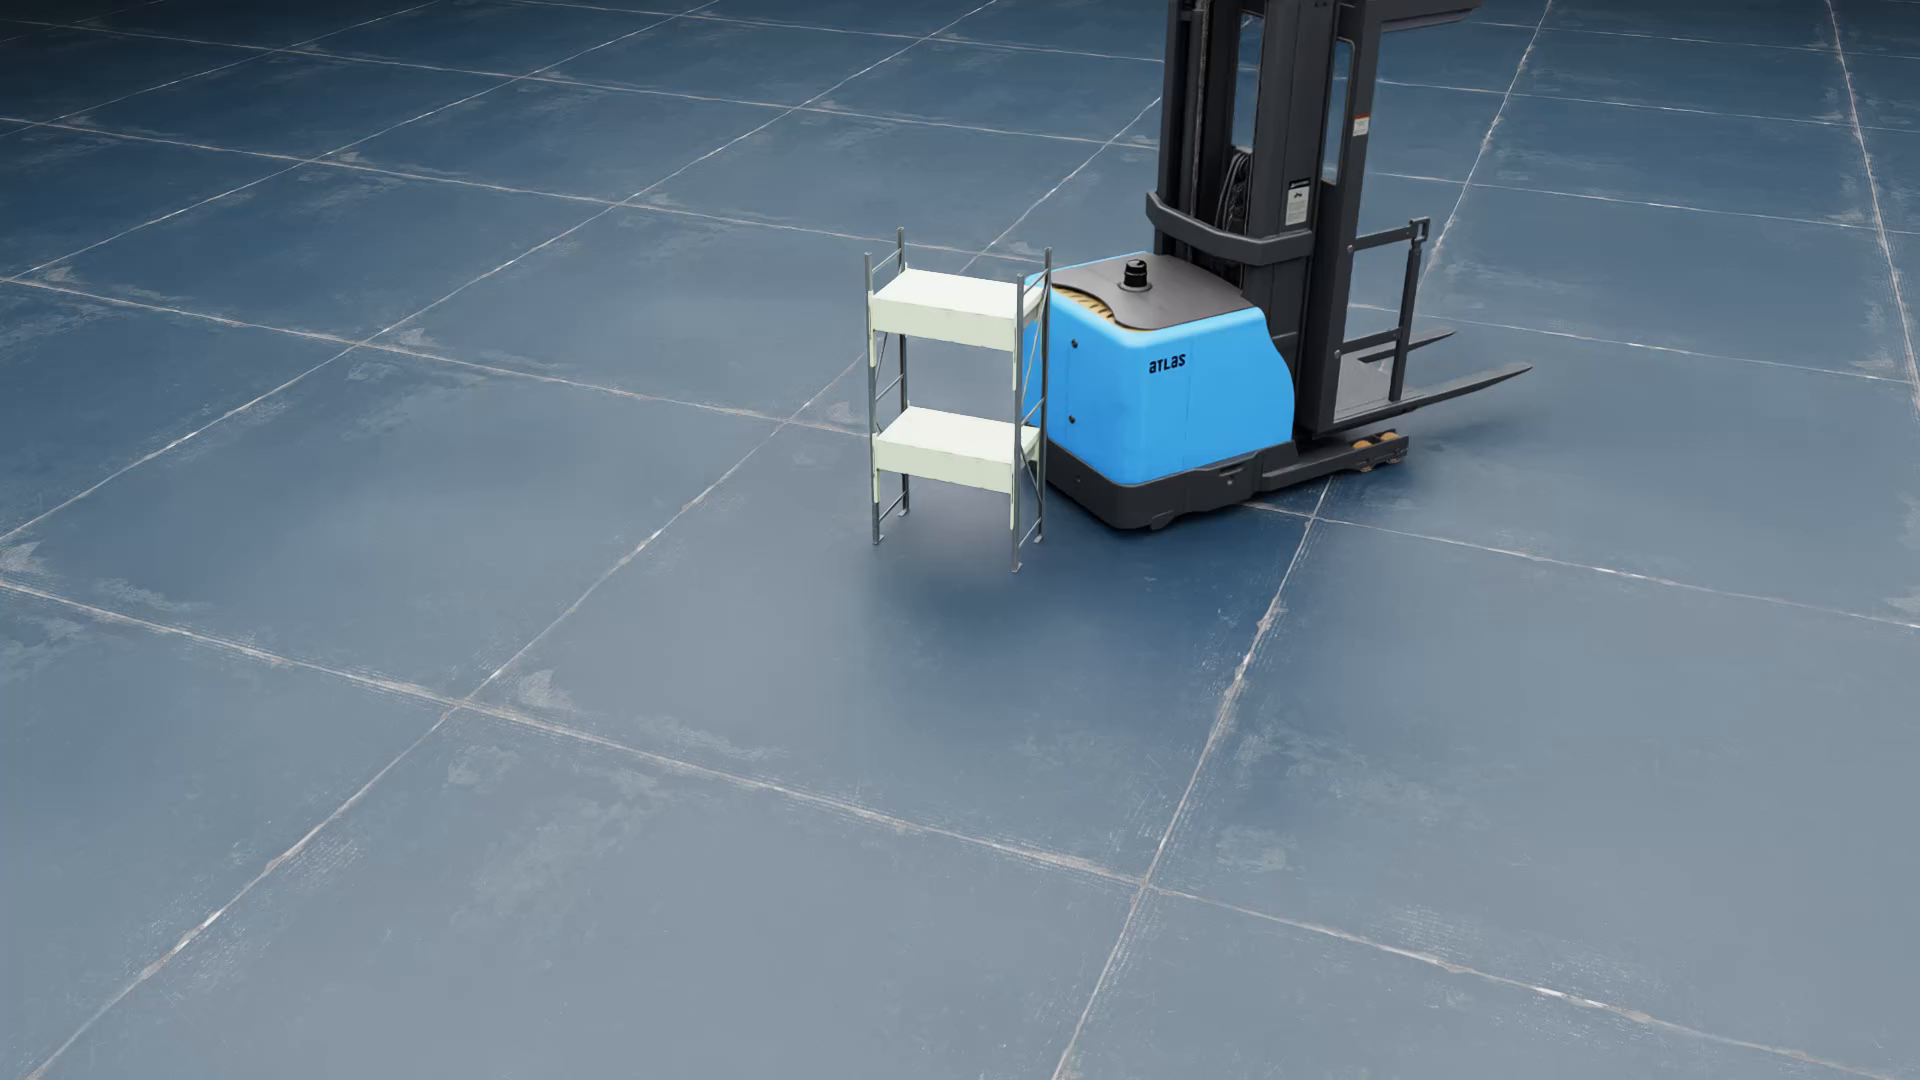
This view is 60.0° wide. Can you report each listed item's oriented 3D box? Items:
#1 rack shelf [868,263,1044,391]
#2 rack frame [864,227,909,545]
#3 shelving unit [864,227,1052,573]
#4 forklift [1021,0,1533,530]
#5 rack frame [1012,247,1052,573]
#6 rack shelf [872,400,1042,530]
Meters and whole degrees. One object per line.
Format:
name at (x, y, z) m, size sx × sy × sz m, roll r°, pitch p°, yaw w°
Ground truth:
rack shelf at (-0.006, -0.994, 7.691) m, size 0.720 × 0.370 × 0.431 m, roll 11°, pitch 31°, yaw 19°
rack frame at (-0.345, -0.722, 8.003) m, size 0.023 × 1.500 × 0.400 m, roll 11°, pitch 31°, yaw 19°
shelving unit at (-0.006, -0.654, 7.883) m, size 0.755 × 1.500 × 0.431 m, roll 11°, pitch 31°, yaw 19°
forklift at (1.827, -1.847, 8.538) m, size 3.031 × 2.935 × 1.130 m, roll -16°, pitch 33°, yaw -26°
rack frame at (0.333, -0.586, 7.763) m, size 0.023 × 1.500 × 0.400 m, roll 11°, pitch 31°, yaw 19°
rack shelf at (-0.006, -0.370, 8.044) m, size 0.720 × 0.370 × 0.431 m, roll 11°, pitch 31°, yaw 19°
